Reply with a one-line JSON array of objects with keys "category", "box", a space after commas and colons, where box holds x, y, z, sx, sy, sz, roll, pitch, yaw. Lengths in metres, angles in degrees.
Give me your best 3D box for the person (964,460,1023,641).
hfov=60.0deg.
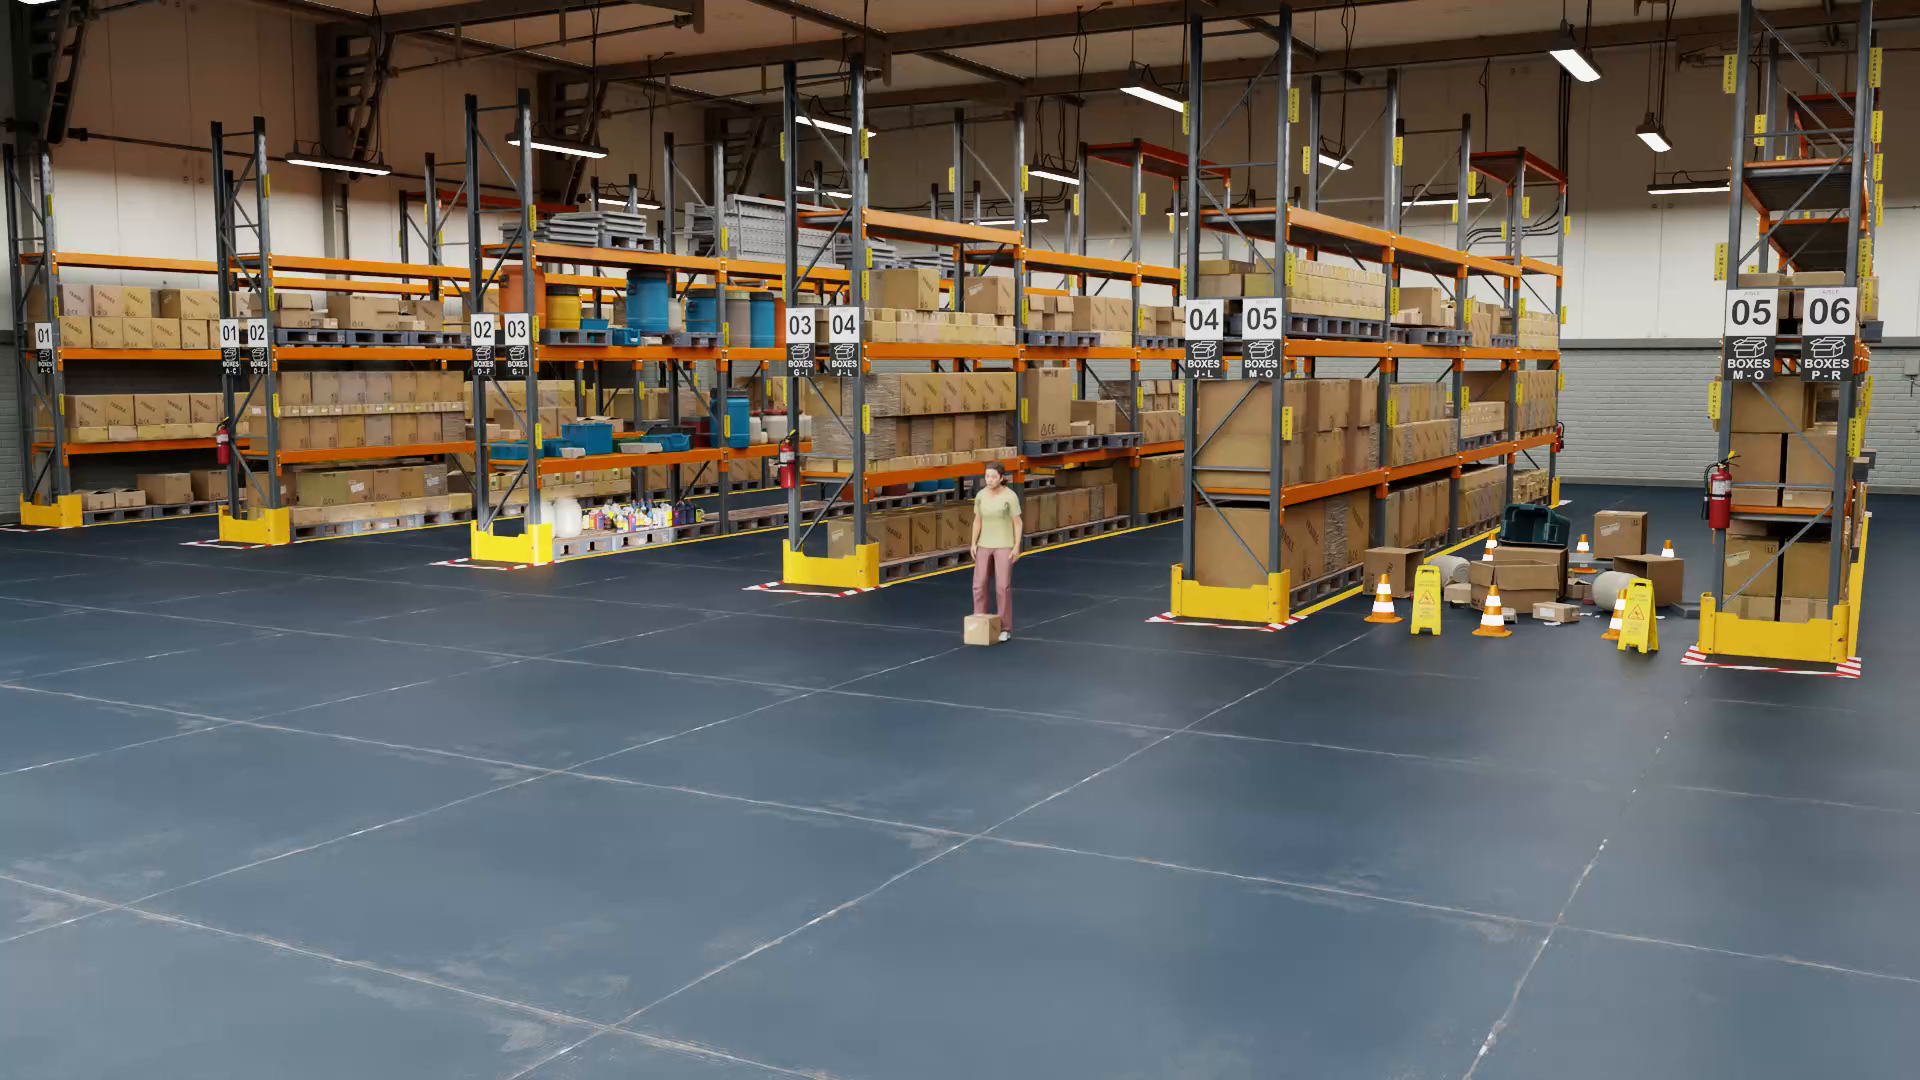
[{"category": "person", "box": [0.322, 0.092, 15.461, 0.502, 1.671, 0.361, 3, 7, 26]}]
